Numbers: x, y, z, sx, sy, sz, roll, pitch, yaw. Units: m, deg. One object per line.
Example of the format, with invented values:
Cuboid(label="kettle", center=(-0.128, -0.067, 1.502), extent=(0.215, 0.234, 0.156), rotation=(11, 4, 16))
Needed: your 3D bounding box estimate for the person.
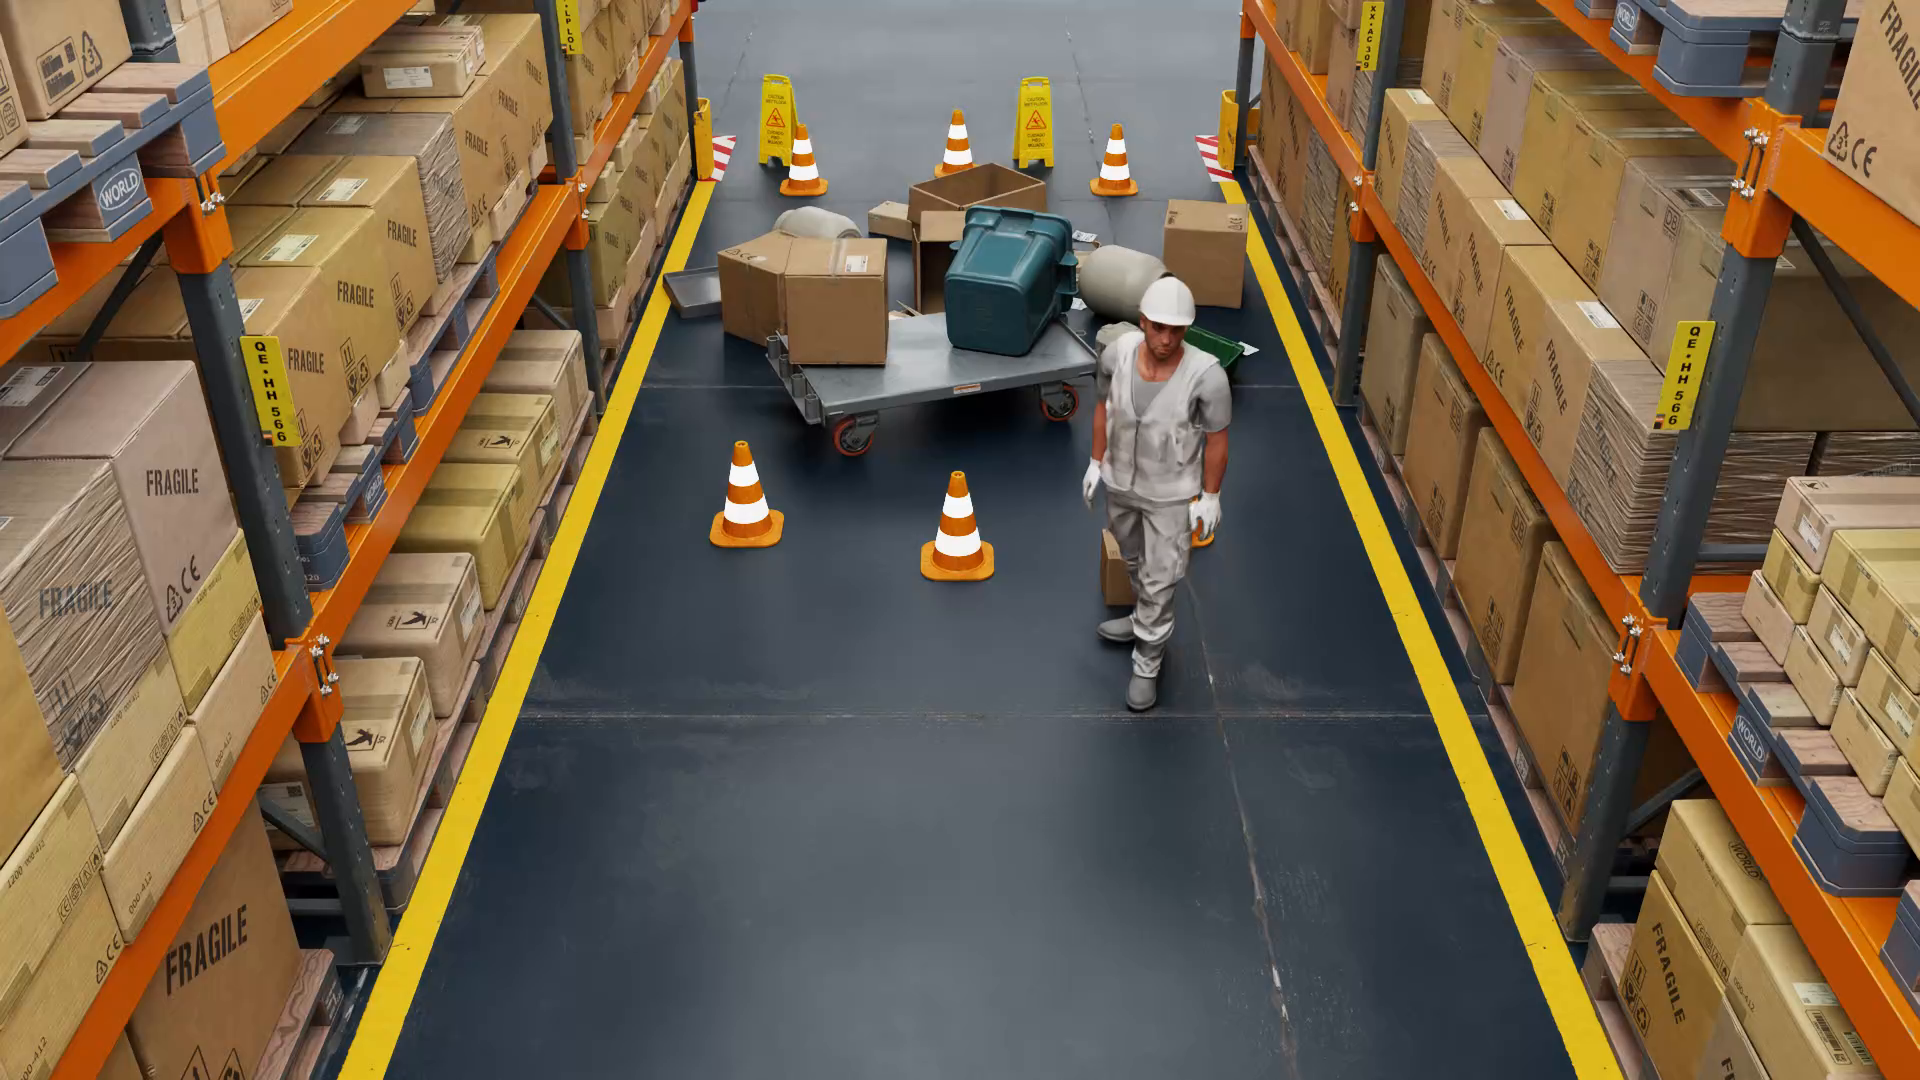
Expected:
Cuboid(label="person", center=(0.757, -0.220, 6.477), extent=(0.566, 1.781, 0.576), rotation=(20, 36, 29))
